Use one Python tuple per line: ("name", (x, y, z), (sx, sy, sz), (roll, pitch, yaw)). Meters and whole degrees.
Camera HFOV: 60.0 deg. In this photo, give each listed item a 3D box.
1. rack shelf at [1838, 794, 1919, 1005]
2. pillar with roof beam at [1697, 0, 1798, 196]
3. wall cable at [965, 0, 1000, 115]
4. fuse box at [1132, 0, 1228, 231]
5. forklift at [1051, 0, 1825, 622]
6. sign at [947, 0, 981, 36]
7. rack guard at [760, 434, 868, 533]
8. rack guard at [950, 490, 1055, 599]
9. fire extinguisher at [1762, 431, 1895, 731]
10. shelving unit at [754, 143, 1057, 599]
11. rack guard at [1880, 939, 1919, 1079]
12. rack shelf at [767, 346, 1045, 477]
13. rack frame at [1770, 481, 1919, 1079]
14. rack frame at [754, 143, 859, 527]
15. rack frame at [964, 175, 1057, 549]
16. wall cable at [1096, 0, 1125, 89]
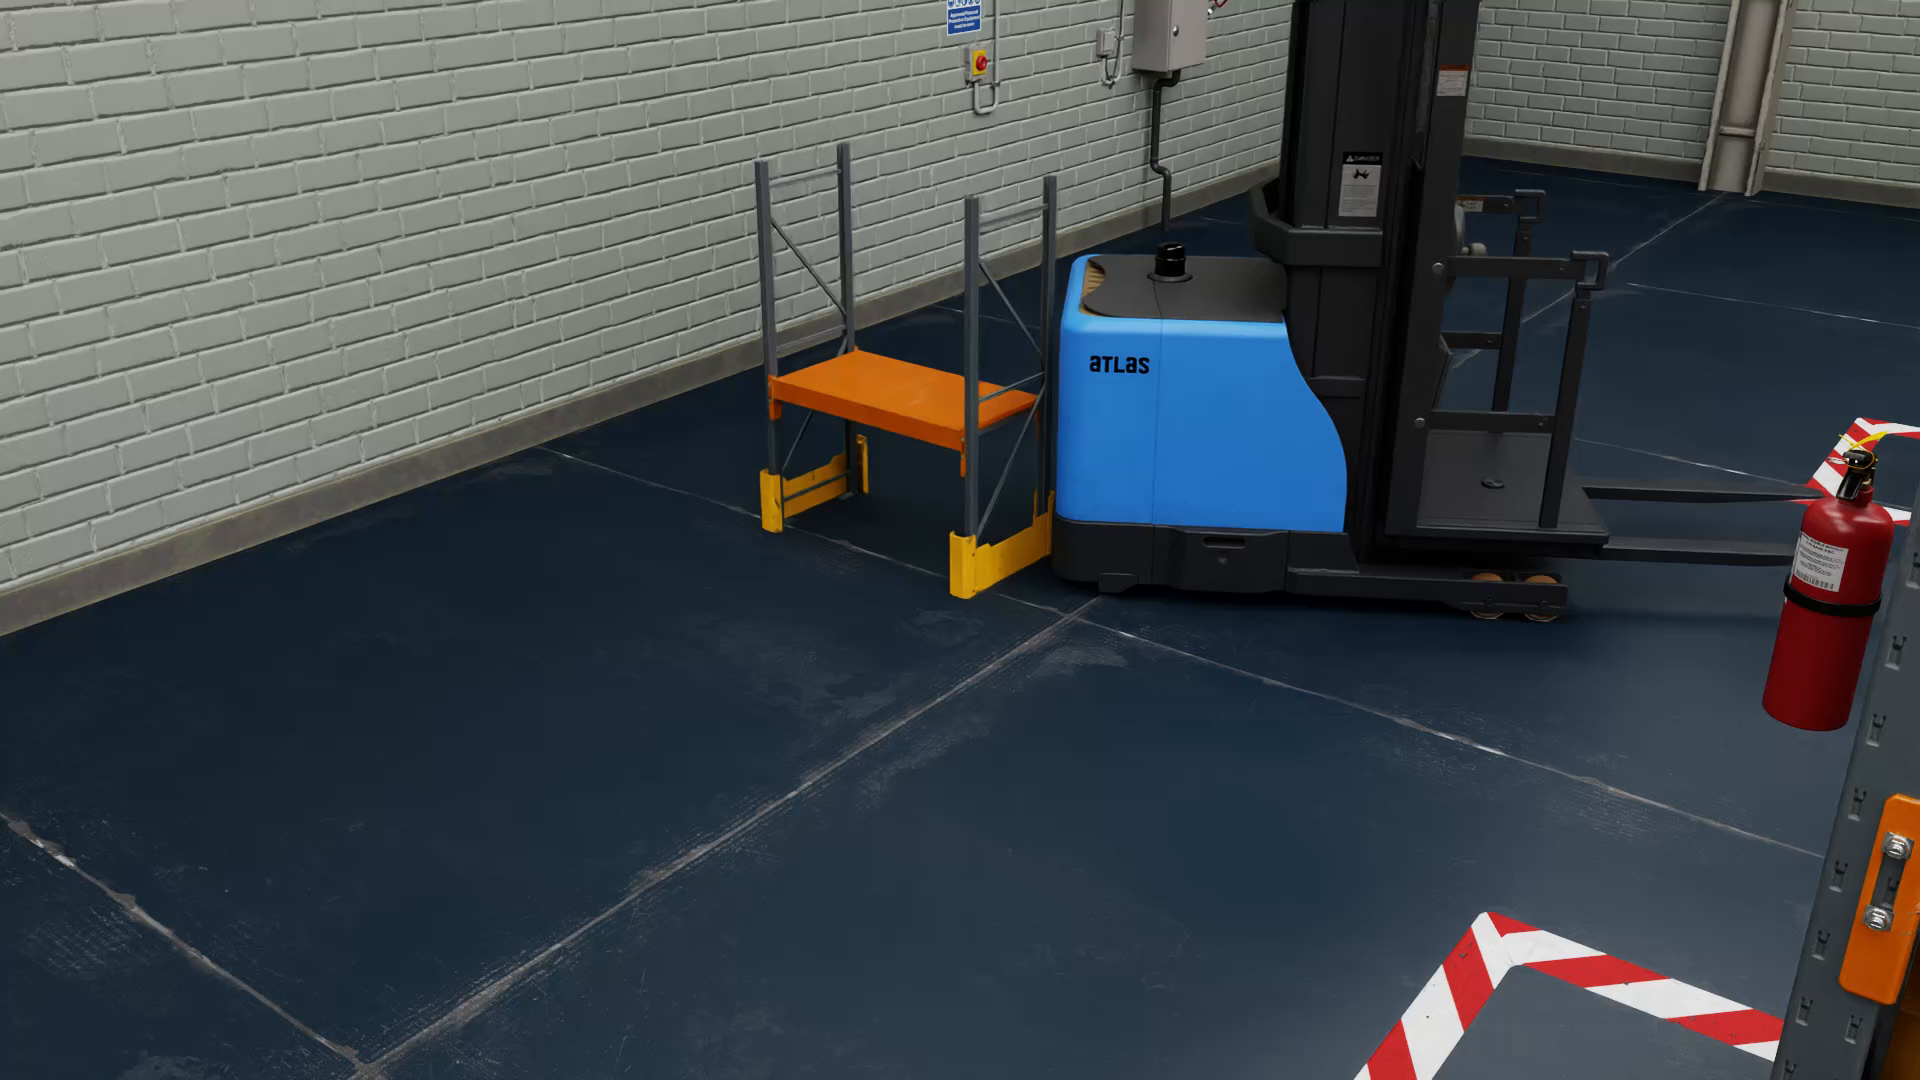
("rack shelf", (3.341, 0.881, 1.923), (4.000, 0.370, 1.077), (17, 29, 33))
("pillar with roof beam", (3.404, -5.455, 7.970), (0.400, 9.000, 9.100), (17, 29, 33))
("wall cable", (0.103, -3.389, 9.422), (0.123, 1.953, 0.585), (17, 29, 33))
("fuse box", (1.479, -2.962, 11.351), (0.414, 1.711, 0.539), (17, 29, 33))
("forklift", (1.897, -1.269, 5.994), (3.031, 2.935, 1.130), (3, 24, 6))
("sign", (0.025, -3.032, 9.577), (0.001, 0.218, 0.327), (17, 29, 33))
("rack guard", (-0.606, -0.243, 6.991), (0.087, 0.250, 0.587), (18, 30, 35))
("rack guard", (0.169, 0.009, 6.419), (0.087, 0.250, 0.587), (18, 30, 35))
("fire extinguisher", (1.816, 0.064, 3.442), (0.183, 0.674, 0.296), (17, 29, 33))
("shelving unit", (-0.219, -0.689, 6.453), (1.083, 1.500, 0.587), (18, 30, 35))
("rack guard", (1.802, 1.230, 3.338), (0.348, 0.500, 1.175), (17, 29, 33))
("rack shelf", (-0.212, -0.522, 6.521), (1.000, 0.185, 0.538), (18, 30, 35))
("rack frame", (1.739, 0.069, 2.873), (0.053, 2.616, 0.949), (17, 29, 33))
("rack frame", (-0.607, -0.815, 6.740), (0.032, 1.500, 0.500), (18, 30, 35))
("rack frame", (0.184, -0.558, 6.156), (0.032, 1.500, 0.500), (18, 30, 35))
("wall cable", (0.944, -3.835, 10.473), (0.122, 1.984, 0.588), (17, 29, 33))
